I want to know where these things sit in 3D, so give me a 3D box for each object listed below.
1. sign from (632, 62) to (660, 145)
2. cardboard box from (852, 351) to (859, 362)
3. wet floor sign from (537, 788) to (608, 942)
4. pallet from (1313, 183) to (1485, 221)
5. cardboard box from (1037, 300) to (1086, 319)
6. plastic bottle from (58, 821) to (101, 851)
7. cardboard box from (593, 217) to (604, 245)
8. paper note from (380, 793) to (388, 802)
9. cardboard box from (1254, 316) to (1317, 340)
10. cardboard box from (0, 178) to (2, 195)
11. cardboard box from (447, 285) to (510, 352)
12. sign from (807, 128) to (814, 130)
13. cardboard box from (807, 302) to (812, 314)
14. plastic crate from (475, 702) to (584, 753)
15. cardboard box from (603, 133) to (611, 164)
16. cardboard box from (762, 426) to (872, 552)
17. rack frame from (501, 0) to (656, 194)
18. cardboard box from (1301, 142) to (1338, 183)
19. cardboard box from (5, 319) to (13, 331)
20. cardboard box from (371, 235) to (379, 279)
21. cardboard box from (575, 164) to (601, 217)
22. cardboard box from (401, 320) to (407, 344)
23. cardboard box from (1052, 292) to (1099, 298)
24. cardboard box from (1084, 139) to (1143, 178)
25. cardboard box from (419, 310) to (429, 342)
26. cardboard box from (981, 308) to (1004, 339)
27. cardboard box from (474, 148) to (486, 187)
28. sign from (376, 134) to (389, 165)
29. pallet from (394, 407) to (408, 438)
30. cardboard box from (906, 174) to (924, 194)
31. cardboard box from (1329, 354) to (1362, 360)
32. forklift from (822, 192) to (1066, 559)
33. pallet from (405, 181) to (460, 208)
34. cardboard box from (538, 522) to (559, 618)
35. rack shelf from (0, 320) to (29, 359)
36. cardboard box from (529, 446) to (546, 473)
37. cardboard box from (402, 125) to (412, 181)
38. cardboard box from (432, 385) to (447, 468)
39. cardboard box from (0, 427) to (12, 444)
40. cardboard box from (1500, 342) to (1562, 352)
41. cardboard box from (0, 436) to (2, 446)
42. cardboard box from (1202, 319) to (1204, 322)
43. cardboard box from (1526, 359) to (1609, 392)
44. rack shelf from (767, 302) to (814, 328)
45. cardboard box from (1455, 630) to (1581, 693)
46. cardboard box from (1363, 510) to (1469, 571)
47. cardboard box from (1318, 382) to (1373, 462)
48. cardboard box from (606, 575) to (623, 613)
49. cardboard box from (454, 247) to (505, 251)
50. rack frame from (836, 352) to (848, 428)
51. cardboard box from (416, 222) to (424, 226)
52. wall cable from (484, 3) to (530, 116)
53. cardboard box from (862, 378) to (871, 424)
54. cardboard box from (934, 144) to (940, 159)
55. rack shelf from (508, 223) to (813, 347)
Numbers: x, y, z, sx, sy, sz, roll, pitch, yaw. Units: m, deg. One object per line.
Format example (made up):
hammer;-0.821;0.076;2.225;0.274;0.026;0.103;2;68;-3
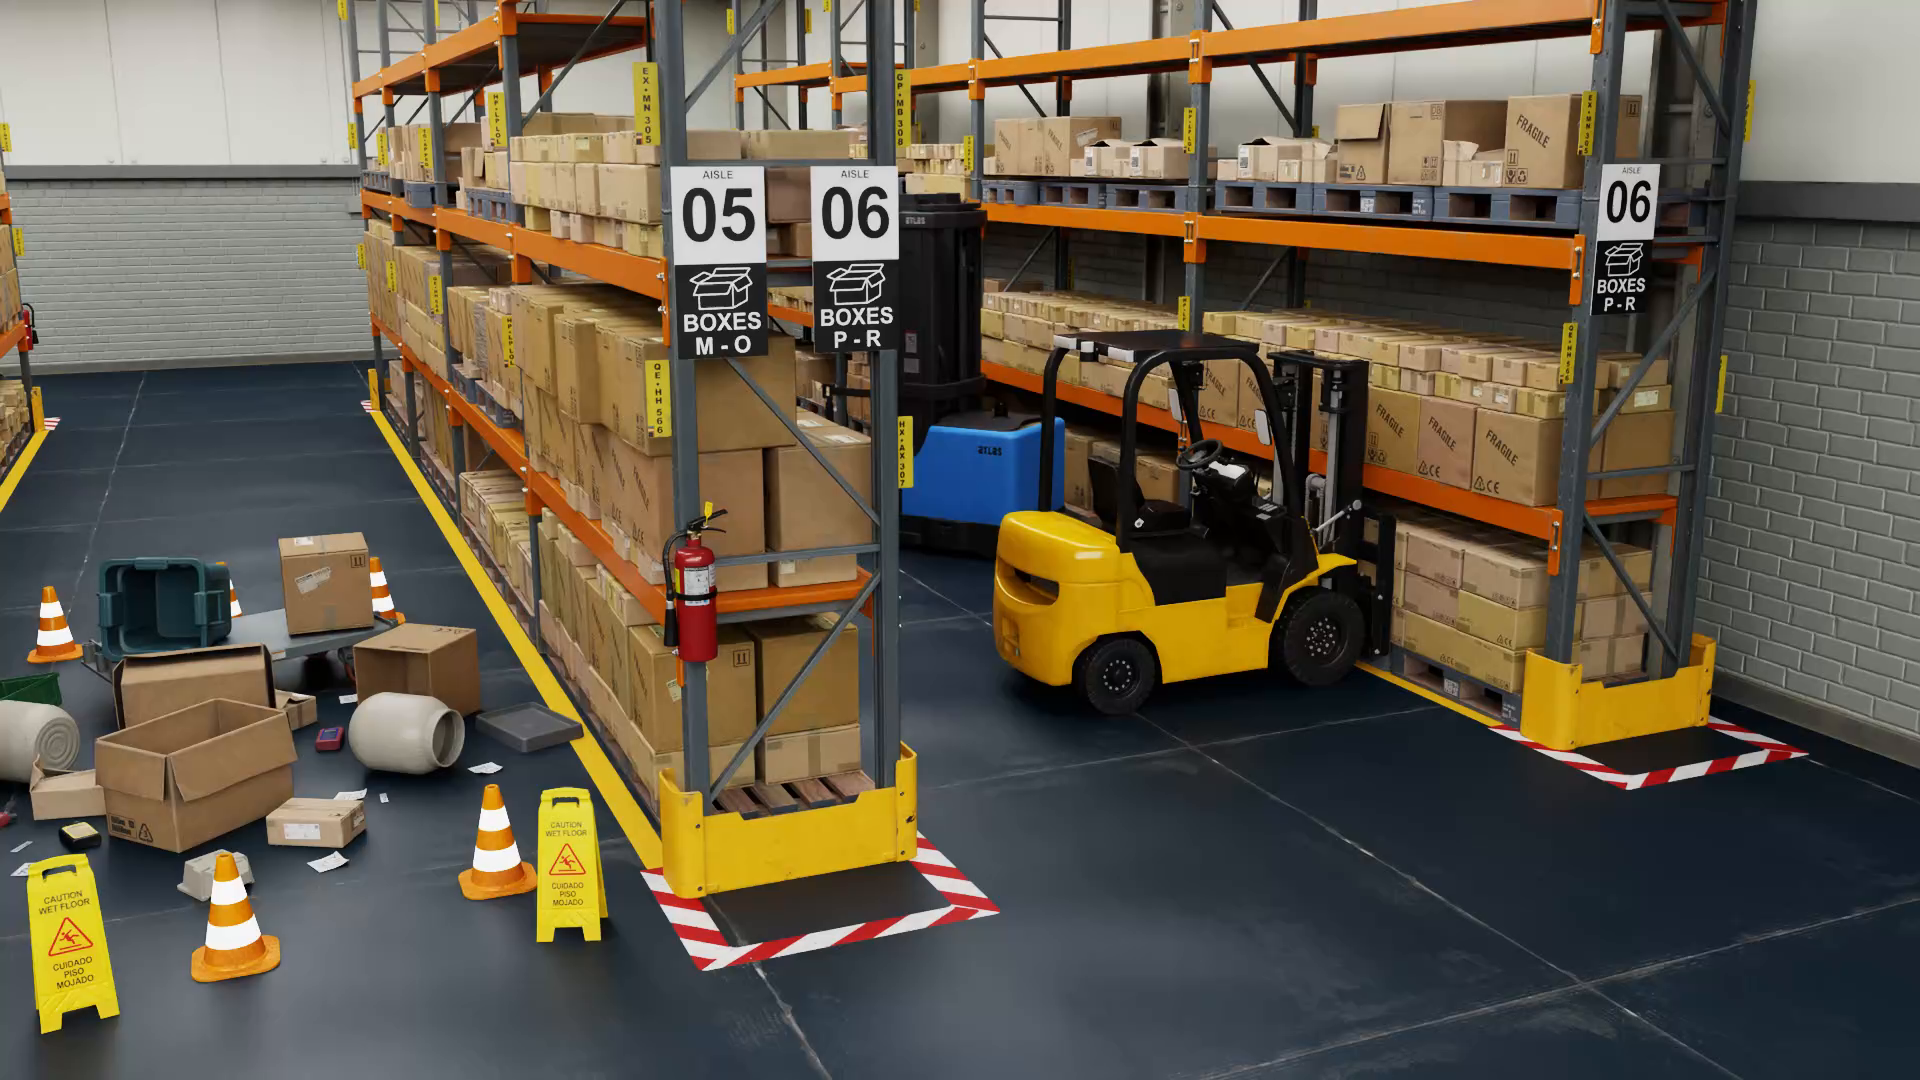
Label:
sign;-1.273;-1.772;6.756;0.100;0.325;0.005;-6;14;-23
cardboard box;-1.062;-2.208;19.773;0.380;0.149;0.250;-6;14;-24
wet floor sign;-1.661;1.358;7.071;0.267;0.644;0.232;-1;13;-4
pallet;3.038;-2.193;10.737;1.003;0.211;1.213;-6;14;-23
cardboard box;0.922;-2.091;15.092;0.380;0.149;0.250;-5;14;-22
plastic bottle;-4.281;1.428;8.066;0.133;0.061;0.283;-12;18;-42
cardboard box;-1.643;-1.579;8.446;0.380;0.149;0.250;-6;14;-25
paper note;-2.977;1.332;8.592;0.032;0.001;0.123;-6;14;-23
cardboard box;2.341;-1.520;11.963;0.380;0.149;0.250;-6;14;-24
cardboard box;-11.026;-3.976;18.577;0.500;0.250;0.500;-6;14;-23
cardboard box;-3.993;-1.862;13.950;0.500;0.500;0.500;-6;14;-25
sign;-2.103;-5.618;23.376;0.100;0.325;0.005;-6;14;-23
cardboard box;-1.707;-2.934;20.951;0.380;0.149;0.250;-5;14;-21
plastic crate;-2.482;1.070;9.571;0.402;0.080;0.583;-12;18;-42
cardboard box;-1.577;-1.968;8.357;0.380;0.149;0.250;-6;14;-25
cardboard box;-0.693;-0.241;7.879;0.500;0.500;0.500;-6;14;-24
rack frame;-2.359;-3.674;10.287;1.000;3.000;0.127;-6;14;-23
cardboard box;2.504;-2.515;11.079;0.396;0.266;0.258;-6;14;-24
cardboard box;-10.969;-2.442;18.828;0.380;0.149;0.250;-5;14;-21
cardboard box;-6.808;-3.430;20.097;0.500;0.500;0.500;-6;14;-23
cardboard box;-1.621;-1.750;8.300;0.500;0.250;0.500;-5;14;-21
cardboard box;-5.629;-2.216;17.626;0.500;0.250;0.500;-6;14;-24
cardboard box;1.108;-2.299;15.989;0.380;0.149;0.250;-5;14;-21
cardboard box;1.367;-3.158;13.753;0.500;0.311;0.500;-6;14;-25
cardboard box;-4.821;-2.035;15.733;0.500;0.250;0.500;-6;14;-24
cardboard box;0.516;-2.081;15.934;0.500;0.250;0.500;-6;14;-23
cardboard box;-3.324;-2.777;12.834;0.797;0.503;0.637;-6;14;-23
sign;-6.072;-4.105;17.481;0.100;0.325;0.005;-6;14;-23
pallet;-6.289;-1.462;20.219;1.003;0.211;1.213;-6;14;-23
cardboard box;-0.246;-3.706;17.412;0.500;0.250;0.500;-6;14;-23
cardboard box;2.675;-1.154;11.044;0.380;0.149;0.250;-6;14;-24
forklift;-0.636;-1.492;14.316;3.031;2.935;1.130;7;15;28
pallet;-4.268;-3.075;14.771;1.213;0.211;1.003;-5;14;-20
cardboard box;-2.370;0.165;10.509;0.500;0.500;0.500;-5;14;-20
rack shelf;-10.860;-1.999;17.949;1.077;0.370;4.000;-6;14;-23
cardboard box;-2.527;-0.535;10.585;0.380;0.149;0.250;-6;14;-23
cardboard box;-4.933;-3.630;15.597;0.500;0.500;0.500;-5;14;-22
cardboard box;-4.873;-1.267;16.971;0.875;0.875;0.875;-5;14;-21
cardboard box;-10.467;-1.120;17.950;0.380;0.149;0.250;-6;14;-24
cardboard box;3.573;-1.135;10.302;0.380;0.149;0.250;-6;14;-23
cardboard box;-9.911;-1.000;16.772;0.380;0.149;0.250;-5;14;-20
cardboard box;2.184;-1.717;13.477;0.380;0.149;0.250;-6;14;-25
cardboard box;3.453;-0.939;9.453;0.380;0.149;0.250;-6;14;-23
rack shelf;-1.818;-2.916;21.912;1.077;0.370;4.000;-6;14;-23
cardboard box;3.312;0.693;9.892;0.500;0.250;0.500;-6;14;-23
cardboard box;2.898;-0.001;10.673;0.500;0.250;0.500;-5;14;-22
cardboard box;2.736;-0.817;11.027;0.500;0.500;0.500;-6;14;-23
cardboard box;-1.623;0.265;8.638;0.380;0.149;0.250;-5;14;-22
cardboard box;-4.941;-2.764;17.221;0.500;0.500;0.500;-5;14;-22
rack frame;-1.017;-2.853;20.045;1.000;3.000;0.127;-6;14;-23
cardboard box;-6.432;-3.814;20.319;0.380;0.149;0.250;-6;14;-23
wall cable;-6.445;-7.632;27.307;2.988;3.039;0.133;-6;14;-23
cardboard box;-0.807;-1.611;19.289;0.500;0.500;0.500;-6;14;-24
cardboard box;-0.048;-3.969;17.003;0.380;0.149;0.250;-6;14;-24
rack shelf;-1.558;-1.449;8.921;1.077;0.370;4.000;-6;14;-23
